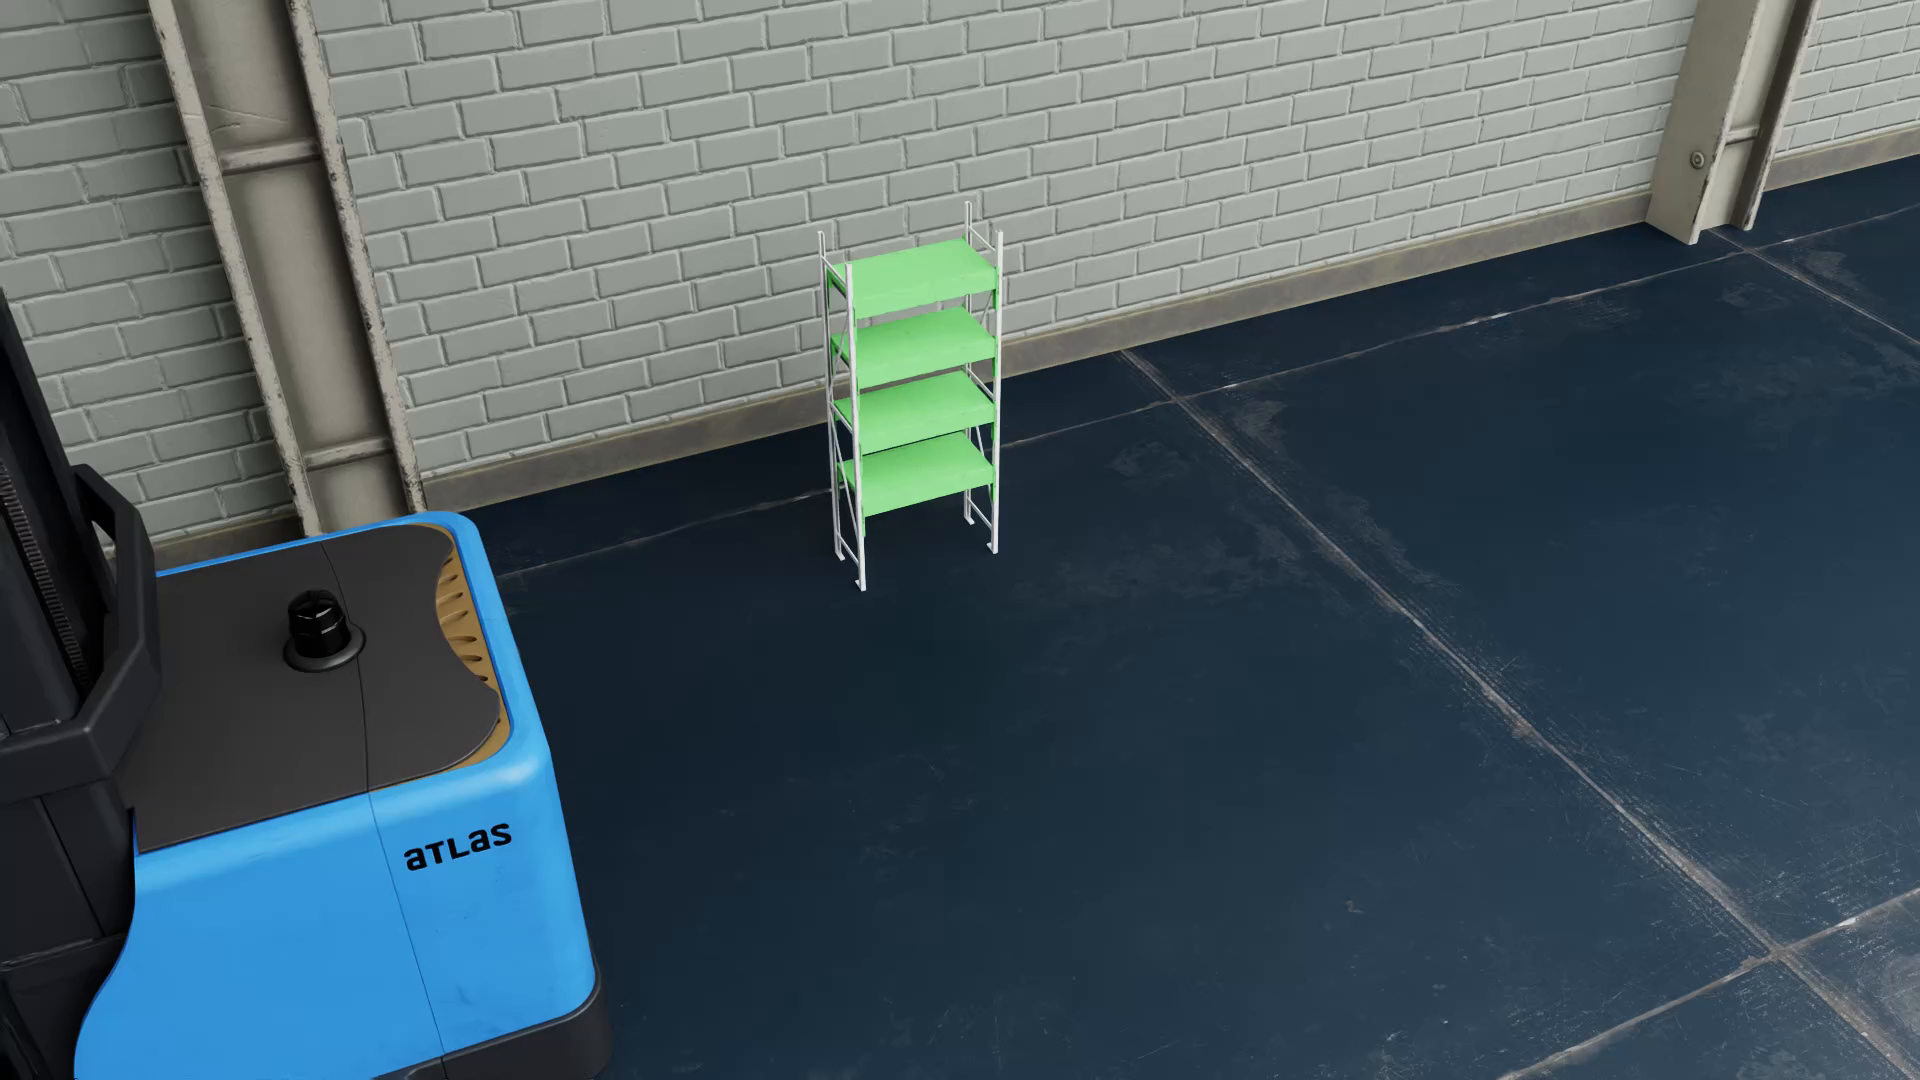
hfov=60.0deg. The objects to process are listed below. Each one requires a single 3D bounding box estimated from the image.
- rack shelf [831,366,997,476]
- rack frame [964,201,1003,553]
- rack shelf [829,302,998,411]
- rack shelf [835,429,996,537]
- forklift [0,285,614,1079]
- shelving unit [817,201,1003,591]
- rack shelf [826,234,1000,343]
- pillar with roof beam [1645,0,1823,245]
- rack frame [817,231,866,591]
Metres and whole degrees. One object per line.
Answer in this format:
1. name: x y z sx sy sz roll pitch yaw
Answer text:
1. rack shelf: -0.150 -0.389 5.374 0.480 0.148 0.258 -16 39 -20
2. rack frame: 0.071 -0.502 5.419 0.015 1.200 0.240 -16 39 -20
3. rack shelf: -0.150 -0.581 5.231 0.480 0.148 0.258 -16 39 -20
4. rack shelf: -0.150 -0.196 5.517 0.480 0.148 0.258 -16 39 -20
5. forklift: -2.396 0.201 3.018 3.031 2.935 1.130 -14 39 -18
6. shelving unit: -0.150 -0.440 5.336 0.503 1.200 0.258 -16 39 -20
7. rack shelf: -0.150 -0.774 5.088 0.480 0.148 0.258 -16 39 -20
8. pillar with roof beam: 5.253 -2.767 1.926 0.400 9.000 9.100 -16 39 -20
9. rack frame: -0.371 -0.378 5.253 0.015 1.200 0.240 -16 39 -20
